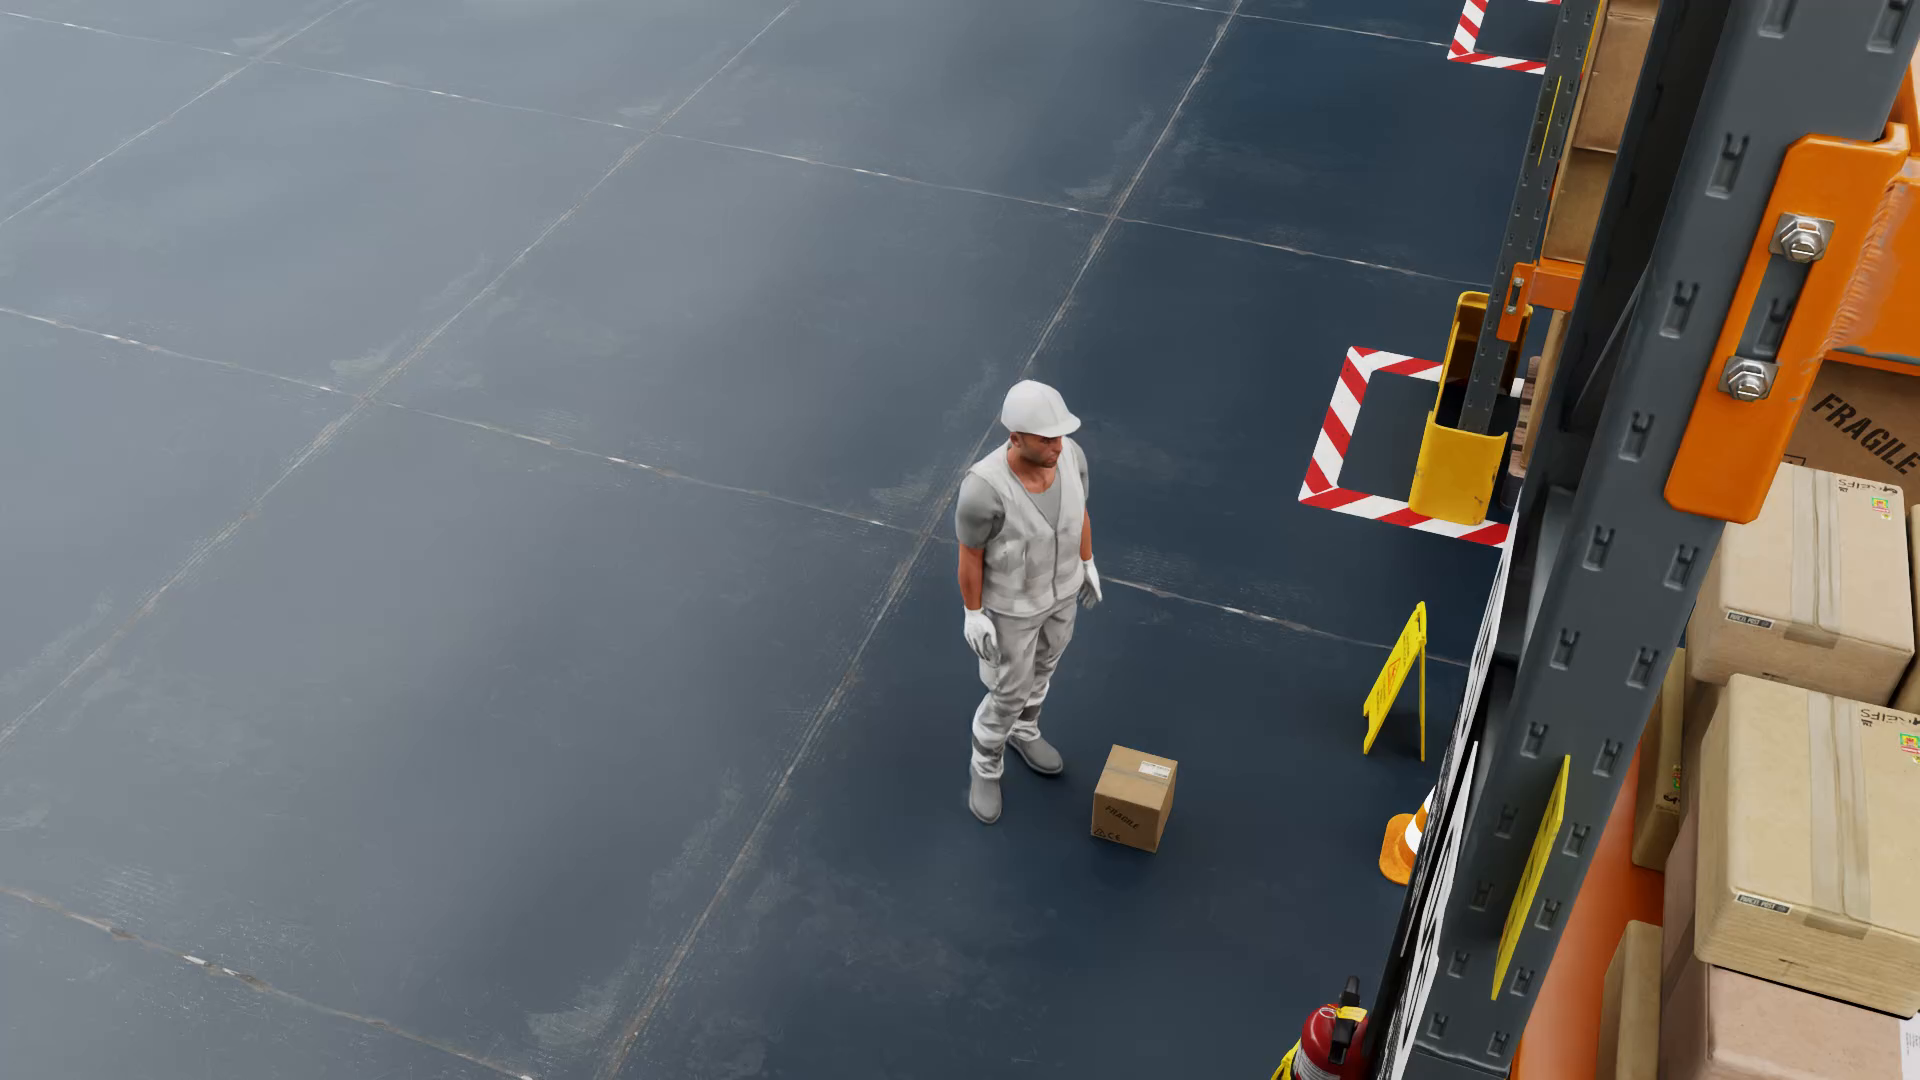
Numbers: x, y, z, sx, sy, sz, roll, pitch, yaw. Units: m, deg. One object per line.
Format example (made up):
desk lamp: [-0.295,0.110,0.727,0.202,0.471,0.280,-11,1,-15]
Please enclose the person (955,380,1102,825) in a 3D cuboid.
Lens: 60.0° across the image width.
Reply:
person: [0.233,0.200,5.907,0.608,1.804,0.338,-28,48,-28]
